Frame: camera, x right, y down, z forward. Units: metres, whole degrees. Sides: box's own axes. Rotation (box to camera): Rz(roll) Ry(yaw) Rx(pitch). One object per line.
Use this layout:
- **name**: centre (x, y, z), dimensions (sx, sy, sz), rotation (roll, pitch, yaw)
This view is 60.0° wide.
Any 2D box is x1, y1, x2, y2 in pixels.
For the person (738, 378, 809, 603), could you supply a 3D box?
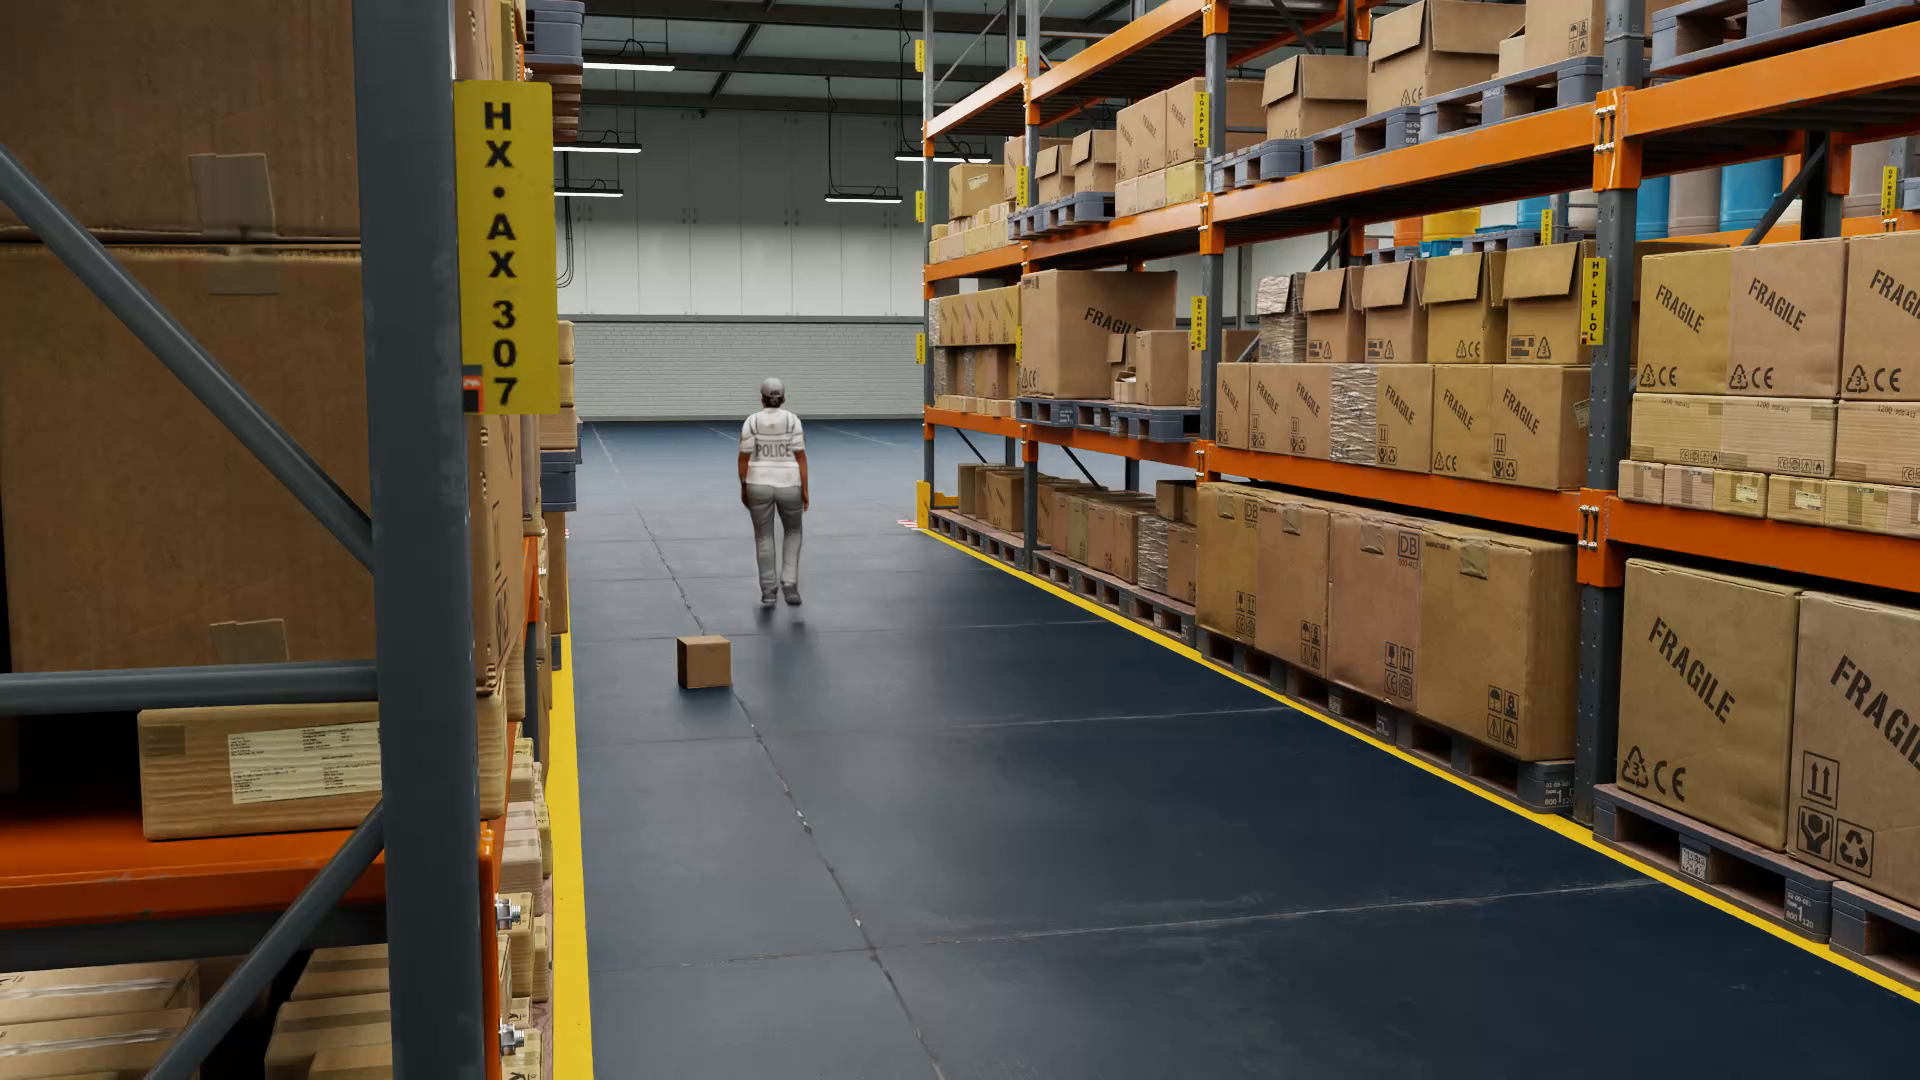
- **person**: centre (-1.381, -0.331, 12.304), dimensions (0.512, 1.730, 0.496), rotation (-1, 6, -9)
